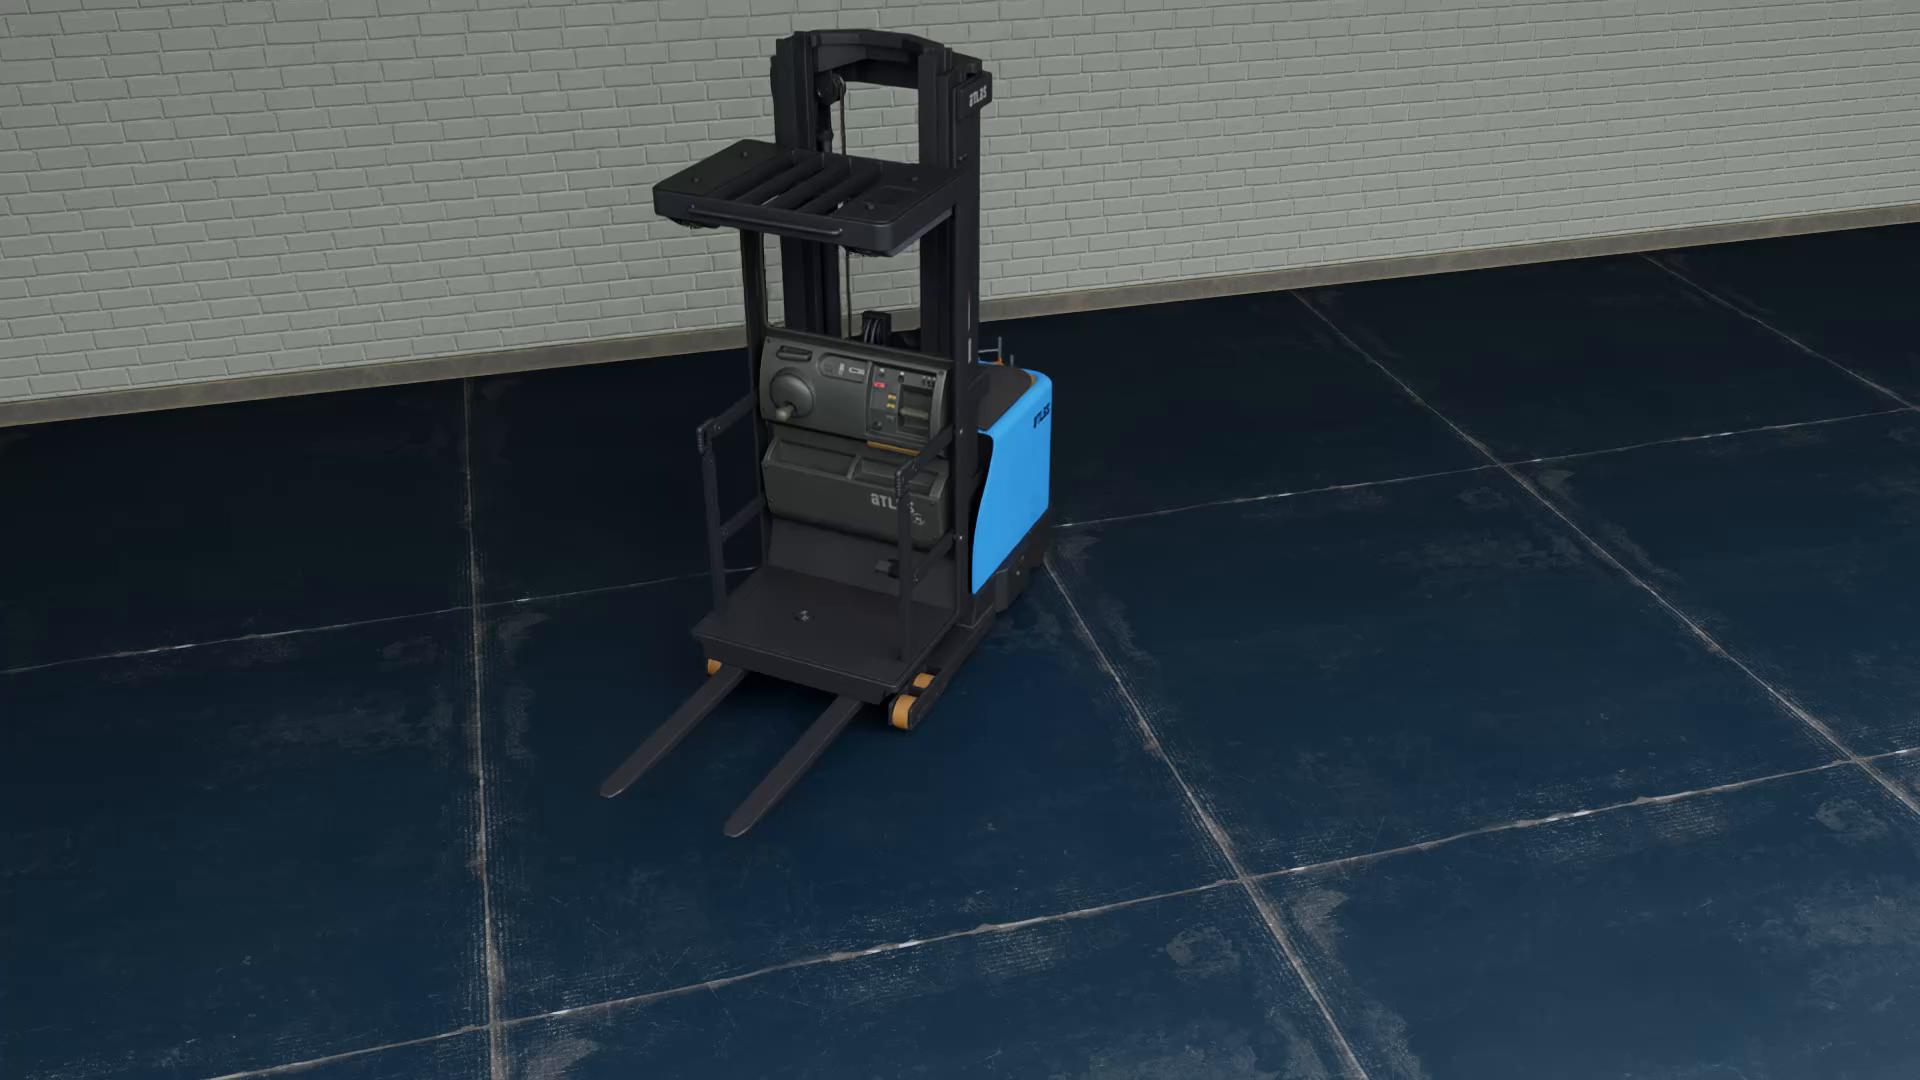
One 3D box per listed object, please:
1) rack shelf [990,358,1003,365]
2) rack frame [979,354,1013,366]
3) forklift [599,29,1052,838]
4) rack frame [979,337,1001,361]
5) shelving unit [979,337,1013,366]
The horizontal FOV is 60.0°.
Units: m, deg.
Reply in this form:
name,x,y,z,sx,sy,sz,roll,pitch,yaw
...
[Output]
name,x,y,z,sx,sy,sz,roll,pitch,yaw
rack shelf,0.157,-0.818,9.069,0.215,0.259,0.240,-7,31,-12
rack frame,0.187,-0.522,9.104,0.200,1.050,0.008,-7,31,-12
forklift,-0.581,-0.632,7.416,1.130,2.935,3.031,13,32,21
rack frame,0.127,-0.640,9.308,0.200,1.050,0.008,-7,31,-12
shelving unit,0.157,-0.581,9.206,0.215,1.050,0.252,-7,31,-12
